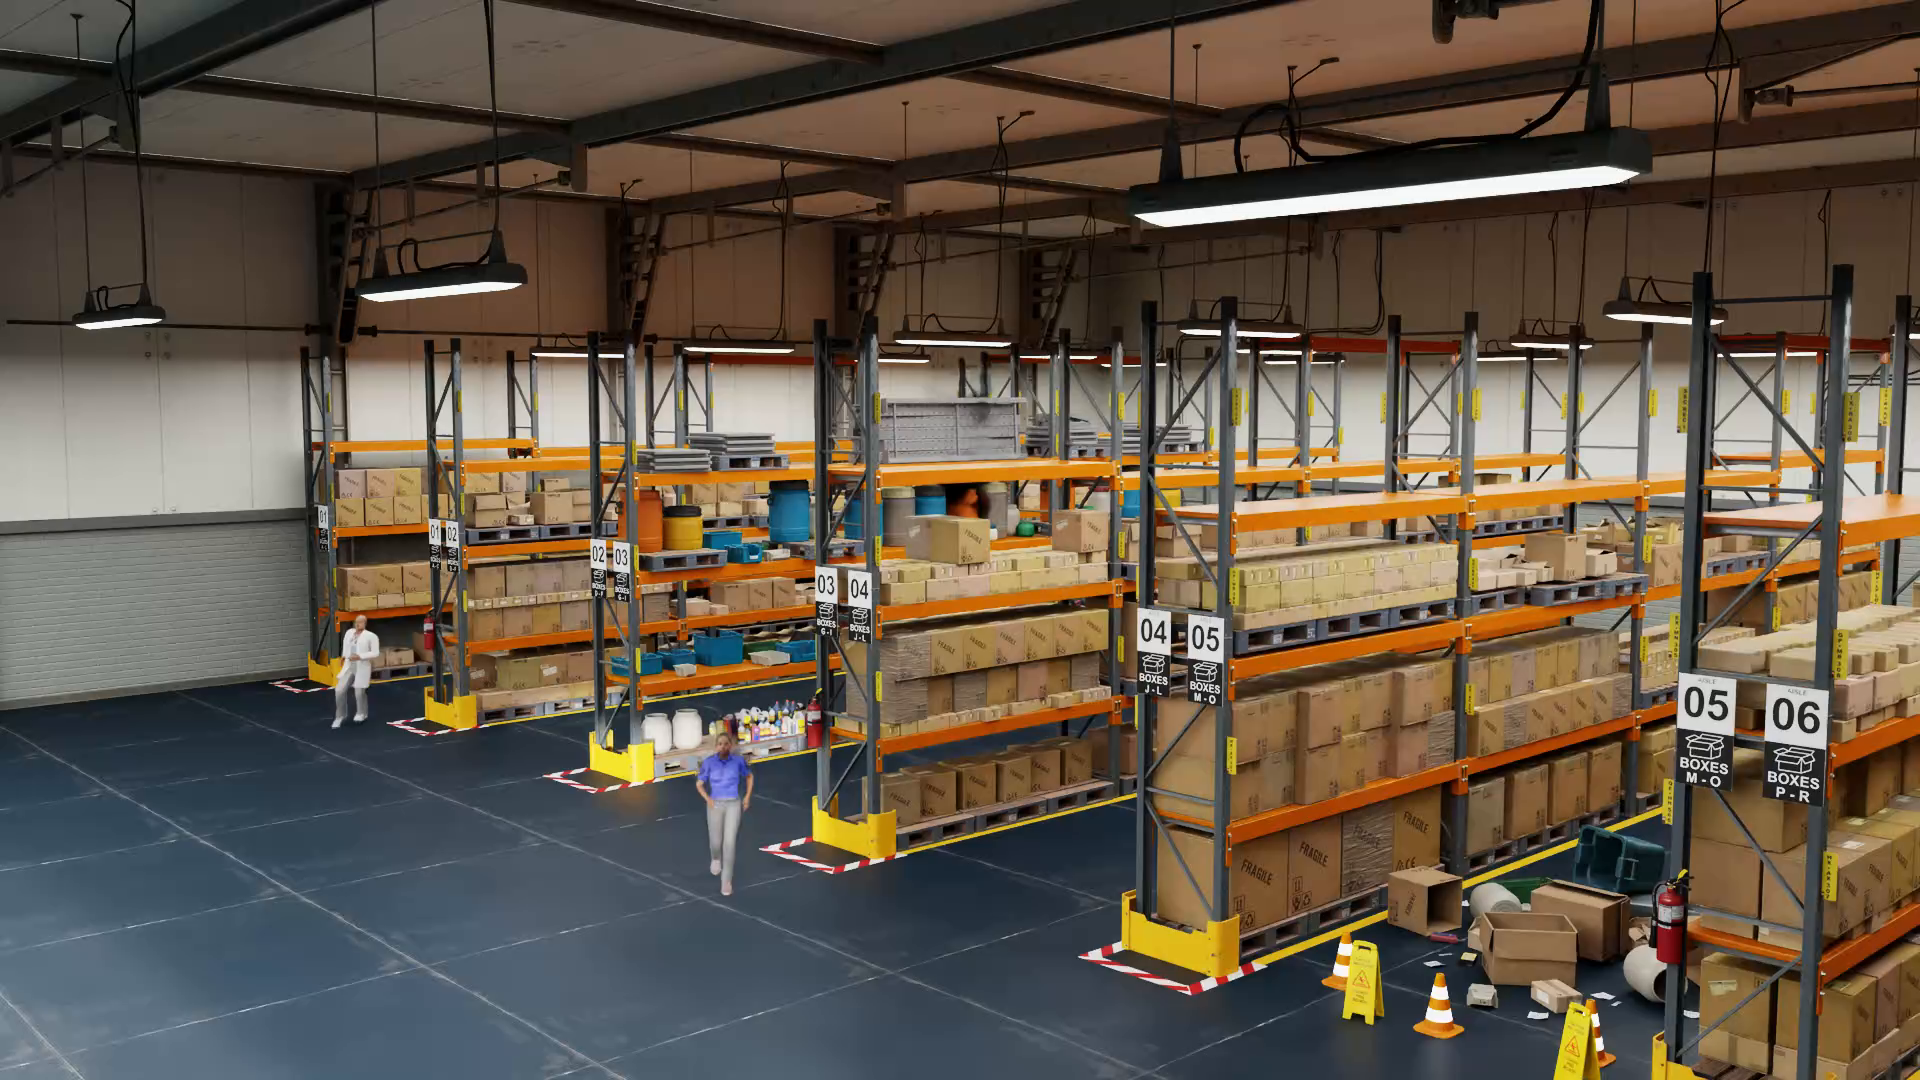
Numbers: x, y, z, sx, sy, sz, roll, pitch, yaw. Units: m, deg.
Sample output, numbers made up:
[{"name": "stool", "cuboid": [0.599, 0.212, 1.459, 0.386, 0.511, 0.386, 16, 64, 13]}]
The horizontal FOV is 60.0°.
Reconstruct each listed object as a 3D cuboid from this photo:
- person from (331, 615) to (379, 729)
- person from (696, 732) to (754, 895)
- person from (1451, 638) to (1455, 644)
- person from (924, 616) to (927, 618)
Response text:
[{"name": "person", "cuboid": [-9.328, 2.038, 25.810, 0.728, 1.786, 0.810, 1, 5, 7]}, {"name": "person", "cuboid": [-2.461, 2.829, 17.456, 0.603, 1.645, 0.726, -1, 5, -8]}, {"name": "person", "cuboid": [7.207, 2.208, 24.125, 0.579, 1.692, 0.851, 4, 6, 39]}, {"name": "person", "cuboid": [-0.372, 1.721, 29.764, 0.585, 1.719, 0.708, 4, 7, 40]}]
